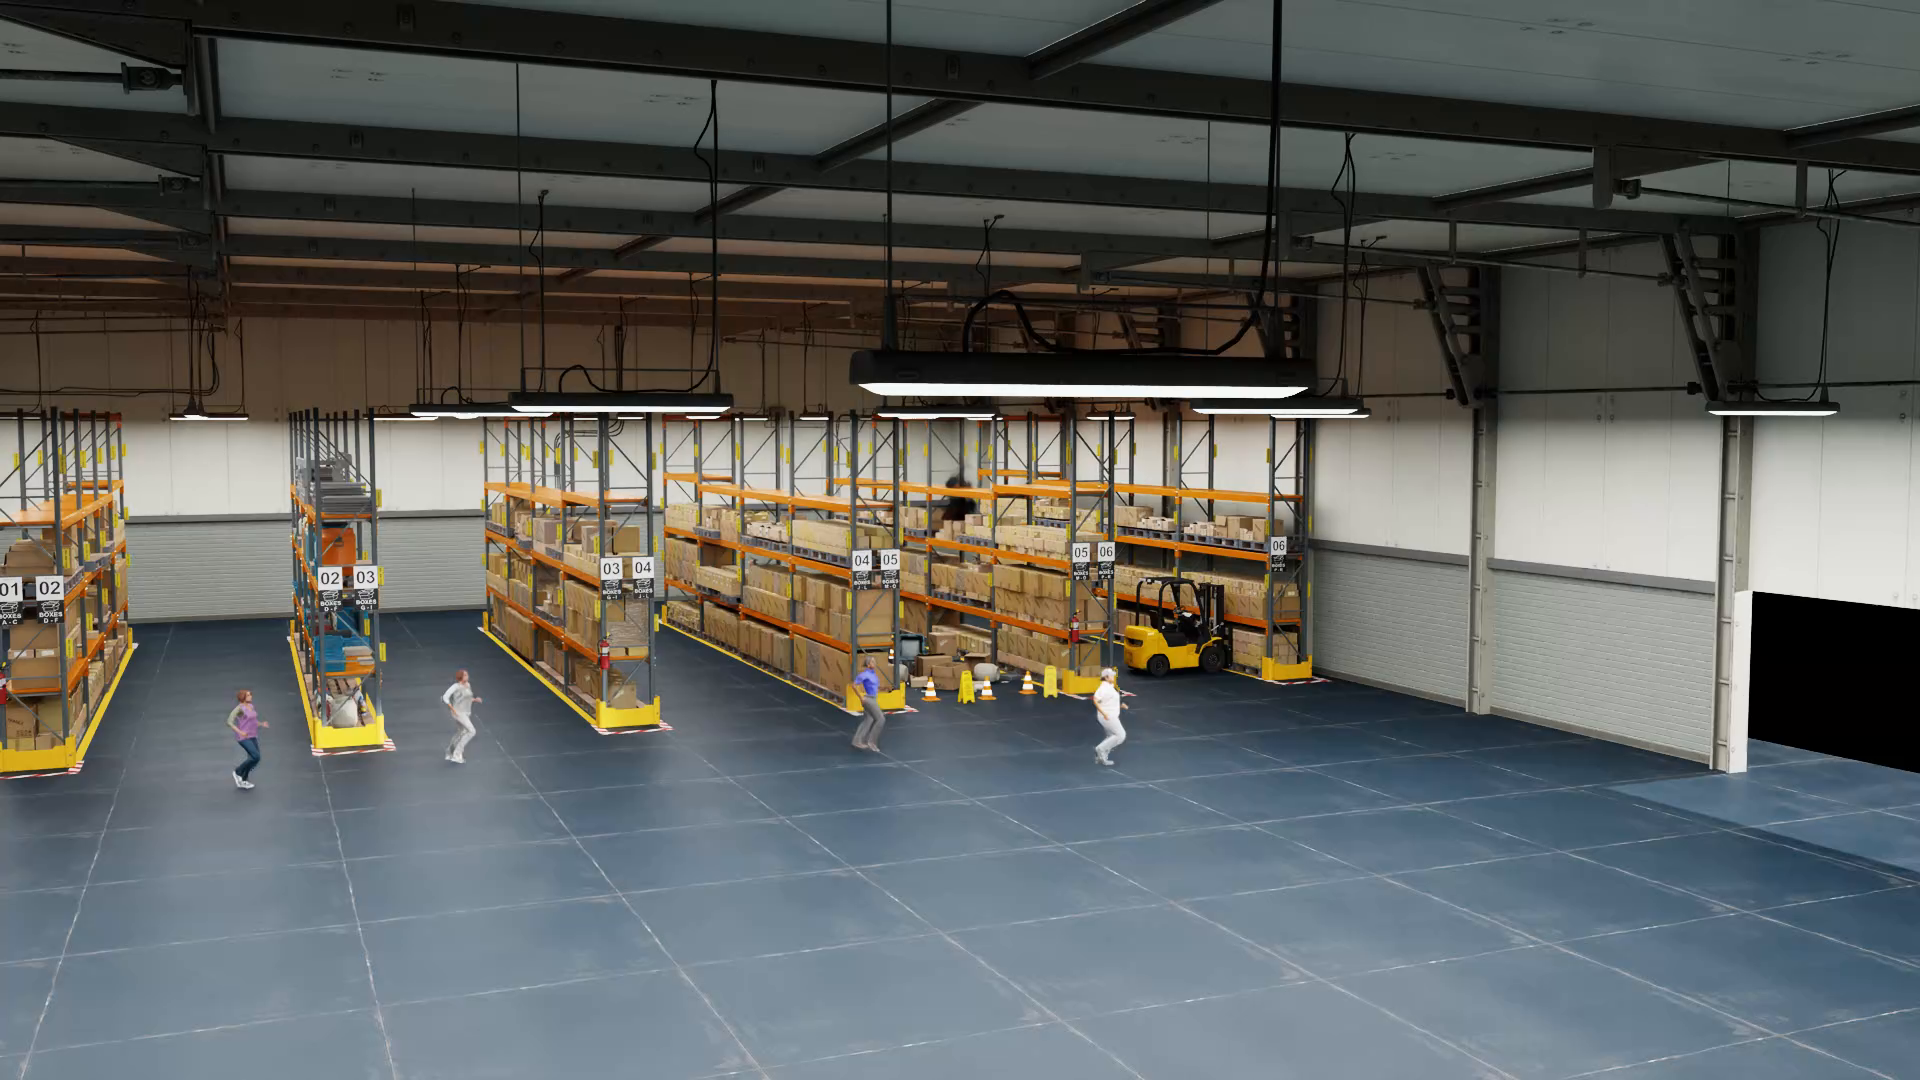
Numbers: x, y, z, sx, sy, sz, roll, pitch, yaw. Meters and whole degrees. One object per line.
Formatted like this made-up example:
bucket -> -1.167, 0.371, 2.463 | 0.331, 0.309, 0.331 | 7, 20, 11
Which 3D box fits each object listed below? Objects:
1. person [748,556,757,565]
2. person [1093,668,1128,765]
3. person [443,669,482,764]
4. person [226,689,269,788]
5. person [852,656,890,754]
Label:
person -> -6.199, 1.365, 50.288 | 0.740, 1.755, 0.571 | -2, 4, -24
person -> 2.531, 2.959, 27.823 | 0.556, 1.620, 0.606 | 1, 4, 12
person -> -8.382, 2.967, 28.051 | 0.646, 1.592, 0.510 | 1, 4, 9
person -> -11.110, 3.111, 26.028 | 0.530, 1.557, 0.528 | 0, 4, 6
person -> -1.559, 2.873, 28.987 | 0.724, 1.697, 0.544 | 1, 4, 11
